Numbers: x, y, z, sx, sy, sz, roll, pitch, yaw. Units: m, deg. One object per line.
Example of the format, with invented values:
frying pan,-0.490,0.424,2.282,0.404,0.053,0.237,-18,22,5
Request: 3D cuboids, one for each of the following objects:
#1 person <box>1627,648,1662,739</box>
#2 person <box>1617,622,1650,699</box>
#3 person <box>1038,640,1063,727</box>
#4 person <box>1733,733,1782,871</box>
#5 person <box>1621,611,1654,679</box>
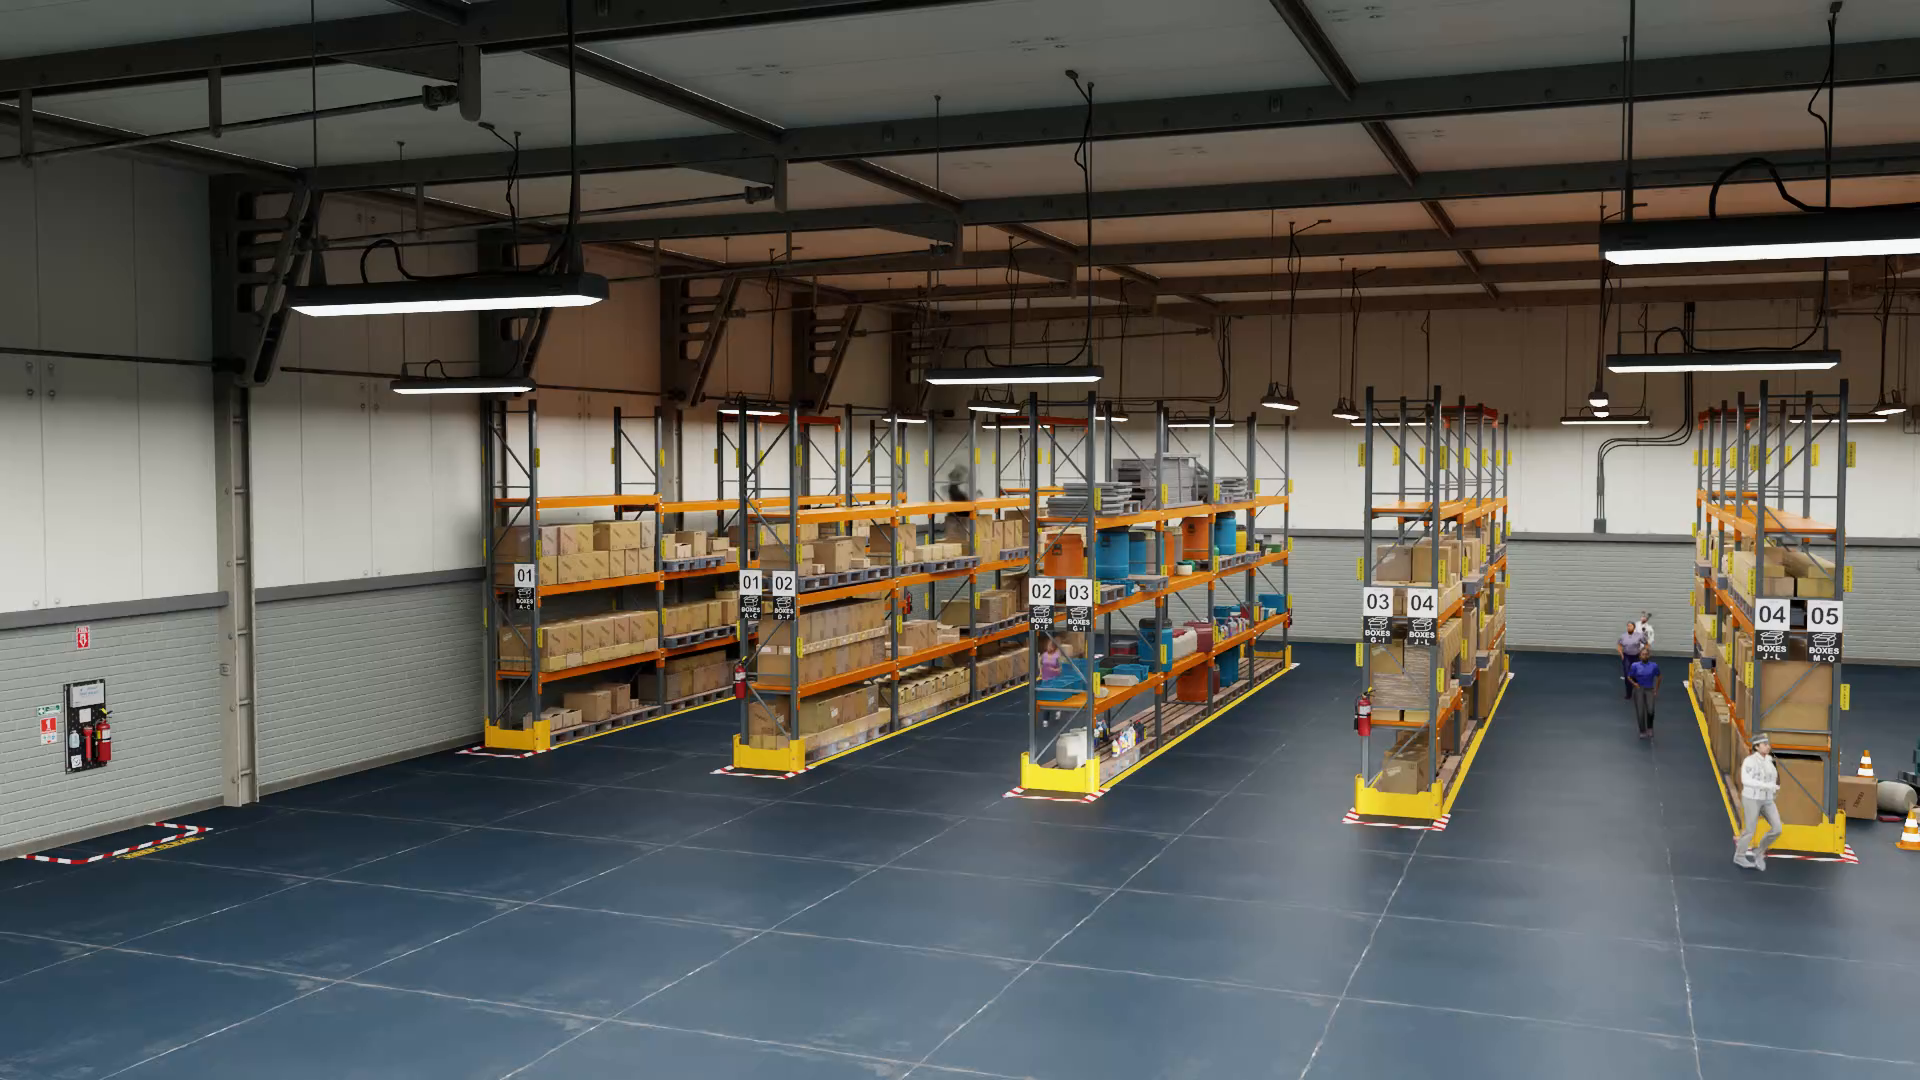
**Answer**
person,12.141,2.737,29.507,0.576,1.605,0.573,1,3,21
person,14.011,2.503,34.639,0.626,1.619,0.632,2,3,31
person,1.698,2.657,31.057,0.540,1.580,0.889,1,3,14
person,9.738,3.177,20.162,0.639,1.695,0.624,-1,3,-18
person,15.217,2.363,37.357,0.542,1.581,0.792,-2,3,-36
